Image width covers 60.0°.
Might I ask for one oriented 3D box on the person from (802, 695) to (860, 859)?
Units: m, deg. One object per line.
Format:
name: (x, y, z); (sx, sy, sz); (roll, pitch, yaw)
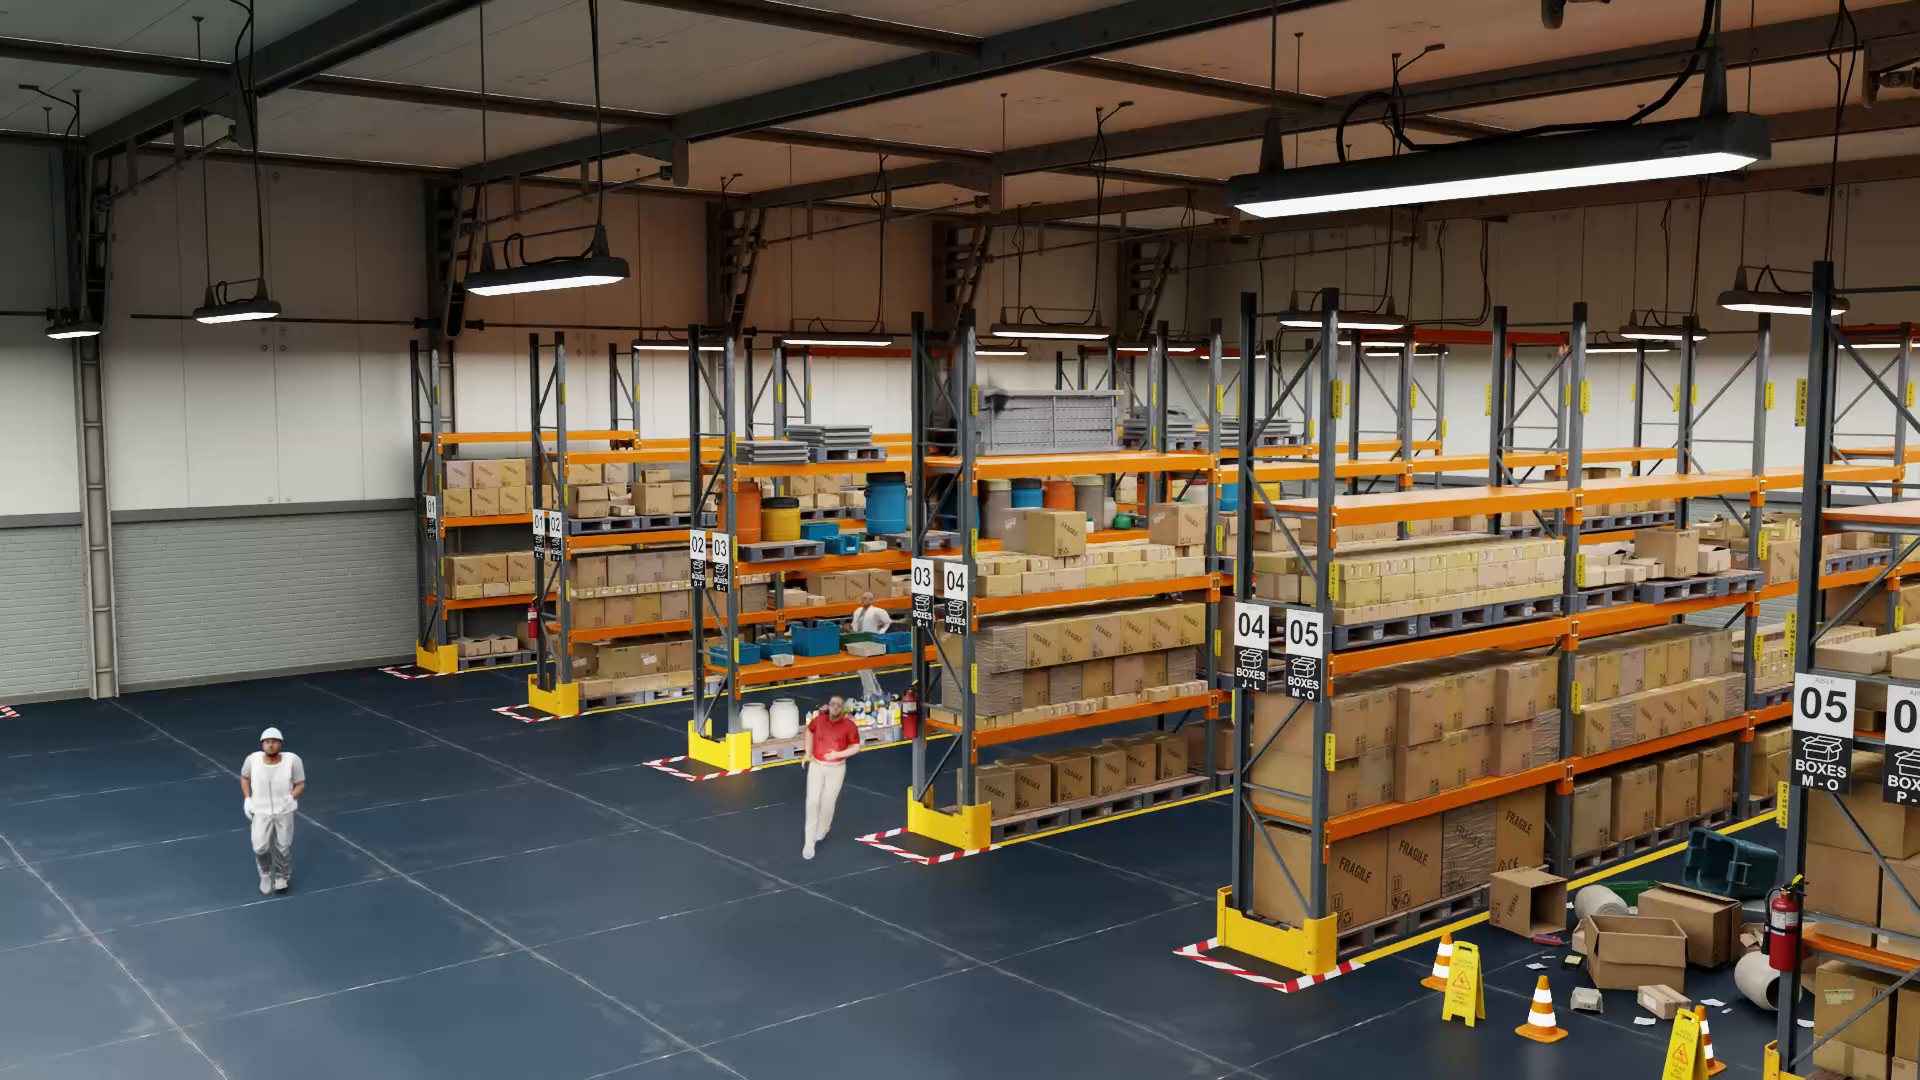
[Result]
person: (-1.449, 2.597, 18.530); (0.670, 1.727, 0.853); (0, 5, 3)

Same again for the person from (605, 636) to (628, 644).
person: (-5.977, 1.699, 28.872); (0.533, 1.596, 0.603); (-5, 7, -42)

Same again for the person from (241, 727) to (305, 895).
person: (-6.930, 2.741, 16.794); (0.609, 1.722, 0.738); (-2, 6, -19)

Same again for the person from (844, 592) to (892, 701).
person: (-1.522, 1.743, 26.800); (0.688, 1.814, 0.755); (5, 7, 44)
